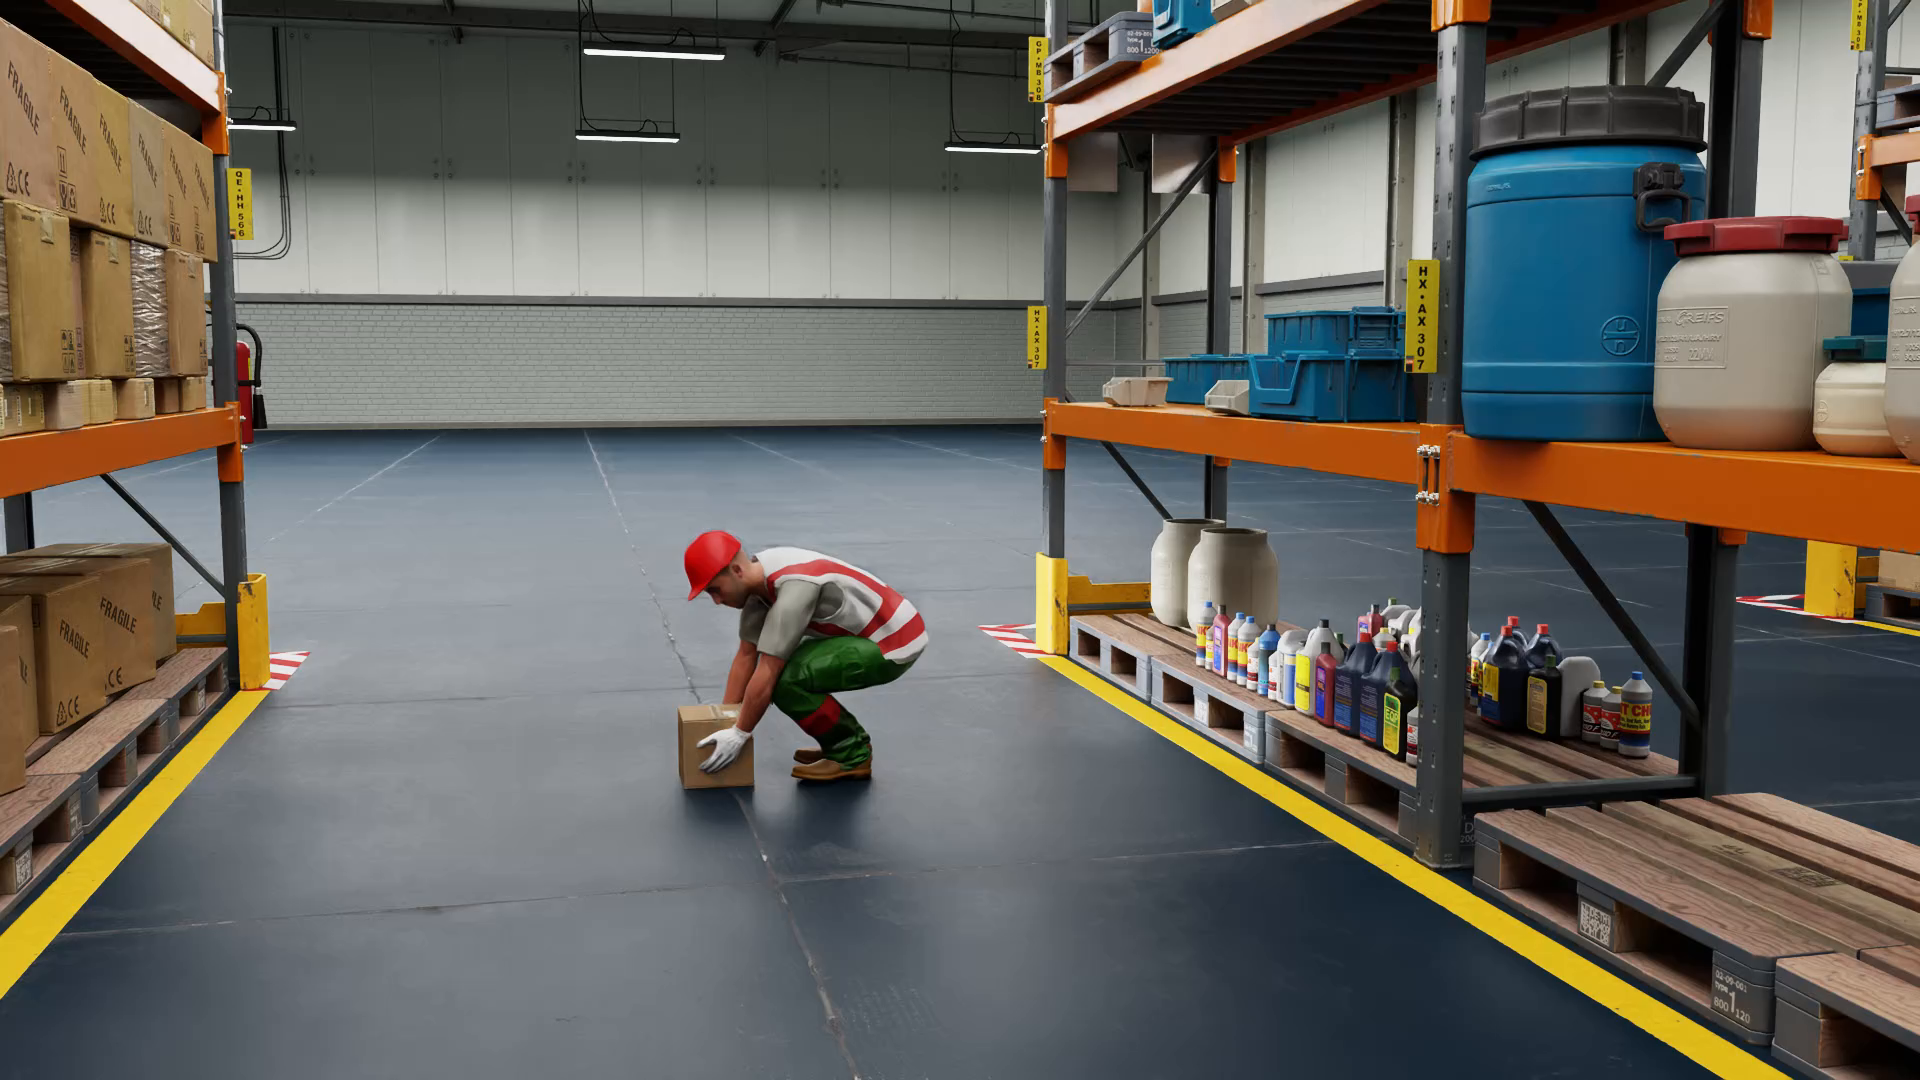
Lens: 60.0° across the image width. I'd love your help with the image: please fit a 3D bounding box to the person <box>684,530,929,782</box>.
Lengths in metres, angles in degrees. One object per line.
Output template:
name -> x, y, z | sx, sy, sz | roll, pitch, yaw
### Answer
person -> -0.555, 0.410, 6.057 | 0.886, 0.921, 0.573 | -1, 6, -14
